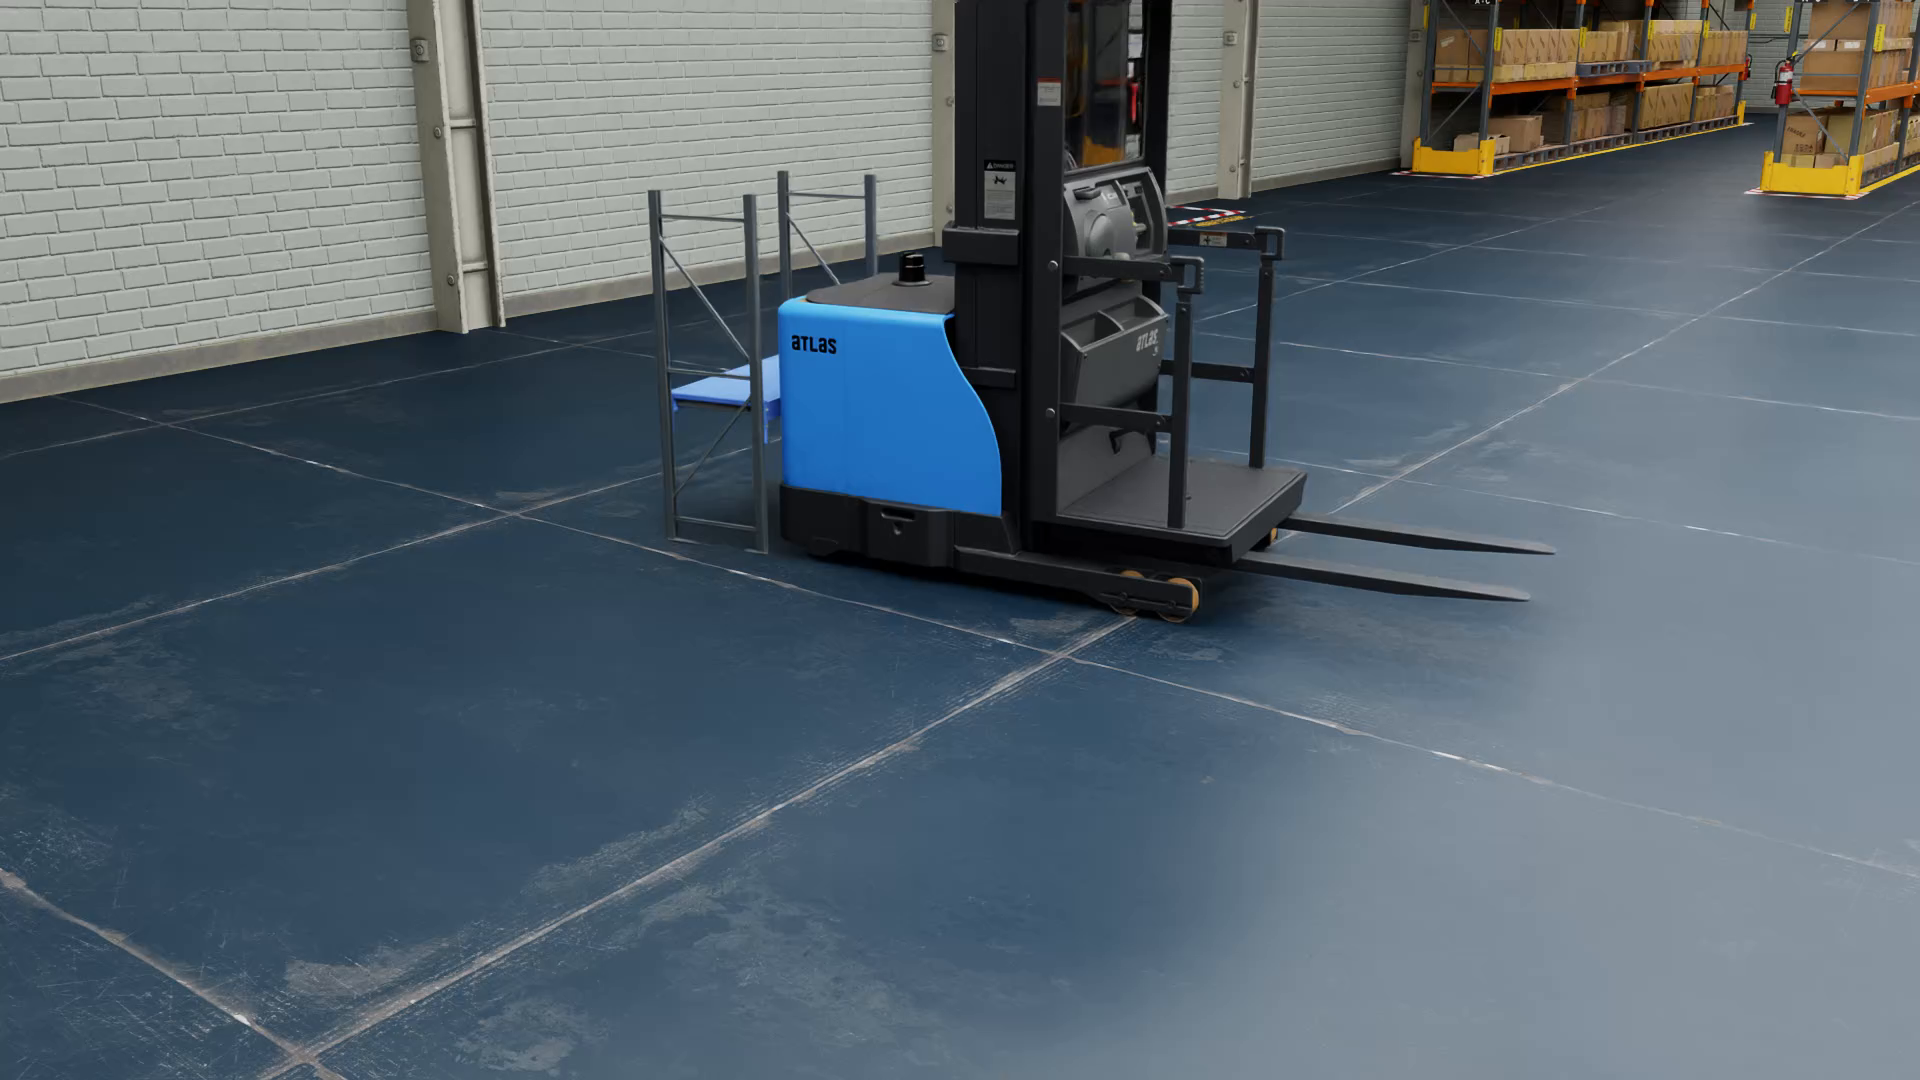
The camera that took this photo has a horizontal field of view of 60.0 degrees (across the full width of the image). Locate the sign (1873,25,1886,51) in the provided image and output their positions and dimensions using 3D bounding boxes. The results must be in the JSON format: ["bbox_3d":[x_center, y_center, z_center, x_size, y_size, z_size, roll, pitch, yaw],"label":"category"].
[{"bbox_3d":[11.809,-6.449,21.361,0.100,0.325,0.005,12,21,35],"label":"sign"}]

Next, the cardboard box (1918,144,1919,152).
[{"bbox_3d":[15.106,-6.356,26.583,0.500,0.250,0.500,13,21,36],"label":"cardboard box"}]

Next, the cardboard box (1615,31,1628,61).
[{"bbox_3d":[11.570,-8.884,29.883,0.700,0.500,0.500,10,20,30],"label":"cardboard box"}]

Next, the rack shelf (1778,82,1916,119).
[{"bbox_3d":[12.559,-6.230,23.462,1.077,0.370,4.000,12,21,35],"label":"rack shelf"}]

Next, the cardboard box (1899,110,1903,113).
[{"bbox_3d":[15.586,-7.085,27.985,0.500,0.311,0.500,13,22,37],"label":"cardboard box"}]

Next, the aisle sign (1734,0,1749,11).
[{"bbox_3d":[17.204,-11.989,36.408,0.394,0.787,0.004,12,21,35],"label":"aisle sign"}]

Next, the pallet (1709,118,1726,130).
[{"bbox_3d":[15.779,-8.958,35.733,1.003,0.211,1.213,12,21,35],"label":"pallet"}]

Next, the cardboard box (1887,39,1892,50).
[{"bbox_3d":[12.691,-6.877,23.067,0.380,0.149,0.250,13,21,35],"label":"cardboard box"}]

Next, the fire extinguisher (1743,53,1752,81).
[{"bbox_3d":[17.381,-10.522,36.829,0.296,0.674,0.183,12,21,35],"label":"fire extinguisher"}]

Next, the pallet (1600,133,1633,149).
[{"bbox_3d":[11.687,-7.360,30.588,1.003,0.211,1.213,12,21,35],"label":"pallet"}]

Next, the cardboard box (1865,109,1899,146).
[{"bbox_3d":[13.343,-6.030,24.267,0.500,0.500,0.500,12,21,35],"label":"cardboard box"}]

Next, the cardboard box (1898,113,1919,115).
[{"bbox_3d":[15.412,-6.745,26.890,0.500,0.311,0.500,12,21,34],"label":"cardboard box"}]

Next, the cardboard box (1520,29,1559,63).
[{"bbox_3d":[9.135,-7.816,26.308,0.500,0.500,0.500,12,21,33],"label":"cardboard box"}]

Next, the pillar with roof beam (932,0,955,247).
[{"bbox_3d":[3.416,-6.538,13.123,9.100,9.000,0.400,12,21,35],"label":"pillar with roof beam"}]

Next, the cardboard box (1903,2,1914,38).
[{"bbox_3d":[13.491,-7.611,24.338,0.700,0.500,0.500,13,21,35],"label":"cardboard box"}]

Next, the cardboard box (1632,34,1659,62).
[{"bbox_3d":[12.648,-9.147,30.938,0.500,0.500,0.500,13,22,36],"label":"cardboard box"}]

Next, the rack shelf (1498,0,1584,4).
[{"bbox_3d":[8.578,-8.537,25.833,1.077,0.370,4.000,12,21,35],"label":"rack shelf"}]

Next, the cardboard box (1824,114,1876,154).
[{"bbox_3d":[12.162,-5.551,22.725,0.500,0.500,0.500,12,21,35],"label":"cardboard box"}]

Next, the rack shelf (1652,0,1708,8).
[{"bbox_3d":[13.345,-10.443,31.969,1.077,0.370,4.000,12,21,35],"label":"rack shelf"}]

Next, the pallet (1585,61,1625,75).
[{"bbox_3d":[11.007,-8.307,29.260,1.003,0.211,1.213,12,21,35],"label":"pallet"}]

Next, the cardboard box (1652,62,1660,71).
[{"bbox_3d":[12.919,-8.911,31.272,0.380,0.149,0.250,13,22,36],"label":"cardboard box"}]

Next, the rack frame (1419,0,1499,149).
[{"bbox_3d":[7.387,-6.972,24.637,1.000,3.000,0.127,12,21,35],"label":"rack frame"}]

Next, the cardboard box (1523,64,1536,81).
[{"bbox_3d":[8.539,-7.217,25.644,0.500,0.250,0.500,12,21,34],"label":"cardboard box"}]

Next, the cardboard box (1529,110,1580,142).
[{"bbox_3d":[10.195,-7.119,28.585,0.700,0.500,0.500,13,22,37],"label":"cardboard box"}]

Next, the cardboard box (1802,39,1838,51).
[{"bbox_3d":[11.442,-6.580,22.112,0.380,0.149,0.250,12,21,34],"label":"cardboard box"}]

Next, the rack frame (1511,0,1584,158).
[{"bbox_3d":[9.770,-7.925,27.705,1.000,3.000,0.127,12,21,35],"label":"rack frame"}]

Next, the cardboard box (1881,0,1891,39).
[{"bbox_3d":[12.296,-7.133,22.799,0.700,0.500,0.500,13,21,35],"label":"cardboard box"}]

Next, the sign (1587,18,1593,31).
[{"bbox_3d":[11.706,-9.528,30.915,0.100,0.325,0.005,12,21,35],"label":"sign"}]

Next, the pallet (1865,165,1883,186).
[{"bbox_3d":[12.517,-5.245,23.777,1.003,0.211,1.213,12,21,35],"label":"pallet"}]

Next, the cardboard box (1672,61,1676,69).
[{"bbox_3d":[13.770,-9.294,32.505,0.380,0.149,0.250,12,21,33],"label":"cardboard box"}]

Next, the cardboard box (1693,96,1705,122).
[{"bbox_3d":[15.065,-8.997,34.665,0.700,0.500,0.500,13,21,35],"label":"cardboard box"}]

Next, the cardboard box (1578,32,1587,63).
[{"bbox_3d":[10.101,-8.298,27.996,0.700,0.500,0.500,12,21,35],"label":"cardboard box"}]

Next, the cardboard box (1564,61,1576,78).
[{"bbox_3d":[9.731,-7.696,27.189,0.500,0.250,0.500,12,21,35],"label":"cardboard box"}]

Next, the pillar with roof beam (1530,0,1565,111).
[{"bbox_3d":[14.142,-10.825,26.929,9.100,9.000,0.400,12,21,35],"label":"pillar with roof beam"}]

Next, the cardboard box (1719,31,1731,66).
[{"bbox_3d":[15.738,-10.448,35.324,0.980,0.700,0.700,11,20,32],"label":"cardboard box"}]

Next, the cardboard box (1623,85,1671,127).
[{"bbox_3d":[13.224,-8.411,32.187,0.750,0.750,0.750,12,21,34],"label":"cardboard box"}]

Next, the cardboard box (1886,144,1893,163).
[{"bbox_3d":[13.344,-5.671,24.377,0.500,0.250,0.500,12,21,35],"label":"cardboard box"}]

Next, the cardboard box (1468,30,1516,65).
[{"bbox_3d":[7.913,-7.329,24.740,0.500,0.500,0.500,12,21,35],"label":"cardboard box"}]

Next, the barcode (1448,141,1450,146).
[{"bbox_3d":[7.561,-6.126,25.690,0.001,0.075,0.075,12,21,35],"label":"barcode"}]

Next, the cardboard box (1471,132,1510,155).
[{"bbox_3d":[8.211,-6.183,25.887,0.500,0.311,0.500,15,22,39],"label":"cardboard box"}]

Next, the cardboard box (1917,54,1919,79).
[{"bbox_3d":[14.834,-7.523,26.242,0.500,0.500,0.500,12,21,35],"label":"cardboard box"}]

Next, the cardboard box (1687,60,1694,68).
[{"bbox_3d":[14.431,-9.525,33.248,0.380,0.149,0.250,13,21,36],"label":"cardboard box"}]

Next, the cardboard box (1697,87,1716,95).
[{"bbox_3d":[15.726,-9.480,35.128,0.380,0.149,0.250,12,21,33],"label":"cardboard box"}]

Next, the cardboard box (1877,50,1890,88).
[{"bbox_3d":[12.576,-6.623,23.346,0.700,0.500,0.500,13,22,36],"label":"cardboard box"}]

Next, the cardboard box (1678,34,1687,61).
[{"bbox_3d":[13.862,-9.634,32.504,0.500,0.500,0.500,12,21,35],"label":"cardboard box"}]

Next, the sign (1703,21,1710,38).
[{"bbox_3d":[14.978,-10.252,33.380,0.100,0.325,0.005,12,21,35],"label":"sign"}]

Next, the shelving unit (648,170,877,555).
[{"bbox_3d":[-0.827,-0.823,7.366,0.538,1.500,1.048,8,19,24],"label":"shelving unit"}]

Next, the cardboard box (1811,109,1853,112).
[{"bbox_3d":[12.627,-6.003,24.179,0.500,0.500,0.500,12,21,35],"label":"cardboard box"}]

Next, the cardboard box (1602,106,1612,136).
[{"bbox_3d":[11.366,-7.611,30.168,0.700,0.500,0.500,12,21,35],"label":"cardboard box"}]

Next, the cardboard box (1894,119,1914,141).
[{"bbox_3d":[14.197,-6.260,25.327,0.500,0.311,0.500,13,21,35],"label":"cardboard box"}]

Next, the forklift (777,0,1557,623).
[{"bbox_3d":[0.791,-1.269,6.388,3.031,2.935,1.130,9,19,26],"label":"forklift"}]

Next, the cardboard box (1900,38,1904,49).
[{"bbox_3d":[13.302,-7.121,23.855,0.380,0.149,0.250,12,21,35],"label":"cardboard box"}]

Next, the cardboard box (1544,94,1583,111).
[{"bbox_3d":[10.455,-7.583,28.813,0.500,0.250,0.500,12,21,34],"label":"cardboard box"}]

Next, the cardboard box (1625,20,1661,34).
[{"bbox_3d":[12.648,-9.504,30.824,0.500,0.250,0.500,13,22,36],"label":"cardboard box"}]

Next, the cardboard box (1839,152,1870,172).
[{"bbox_3d":[12.160,-5.193,22.837,0.500,0.250,0.500,12,21,35],"label":"cardboard box"}]

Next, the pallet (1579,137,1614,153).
[{"bbox_3d":[10.959,-7.071,29.656,1.003,0.211,1.213,12,21,35],"label":"pallet"}]

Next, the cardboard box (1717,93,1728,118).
[{"bbox_3d":[16.285,-9.486,36.240,0.700,0.500,0.500,12,21,35],"label":"cardboard box"}]
